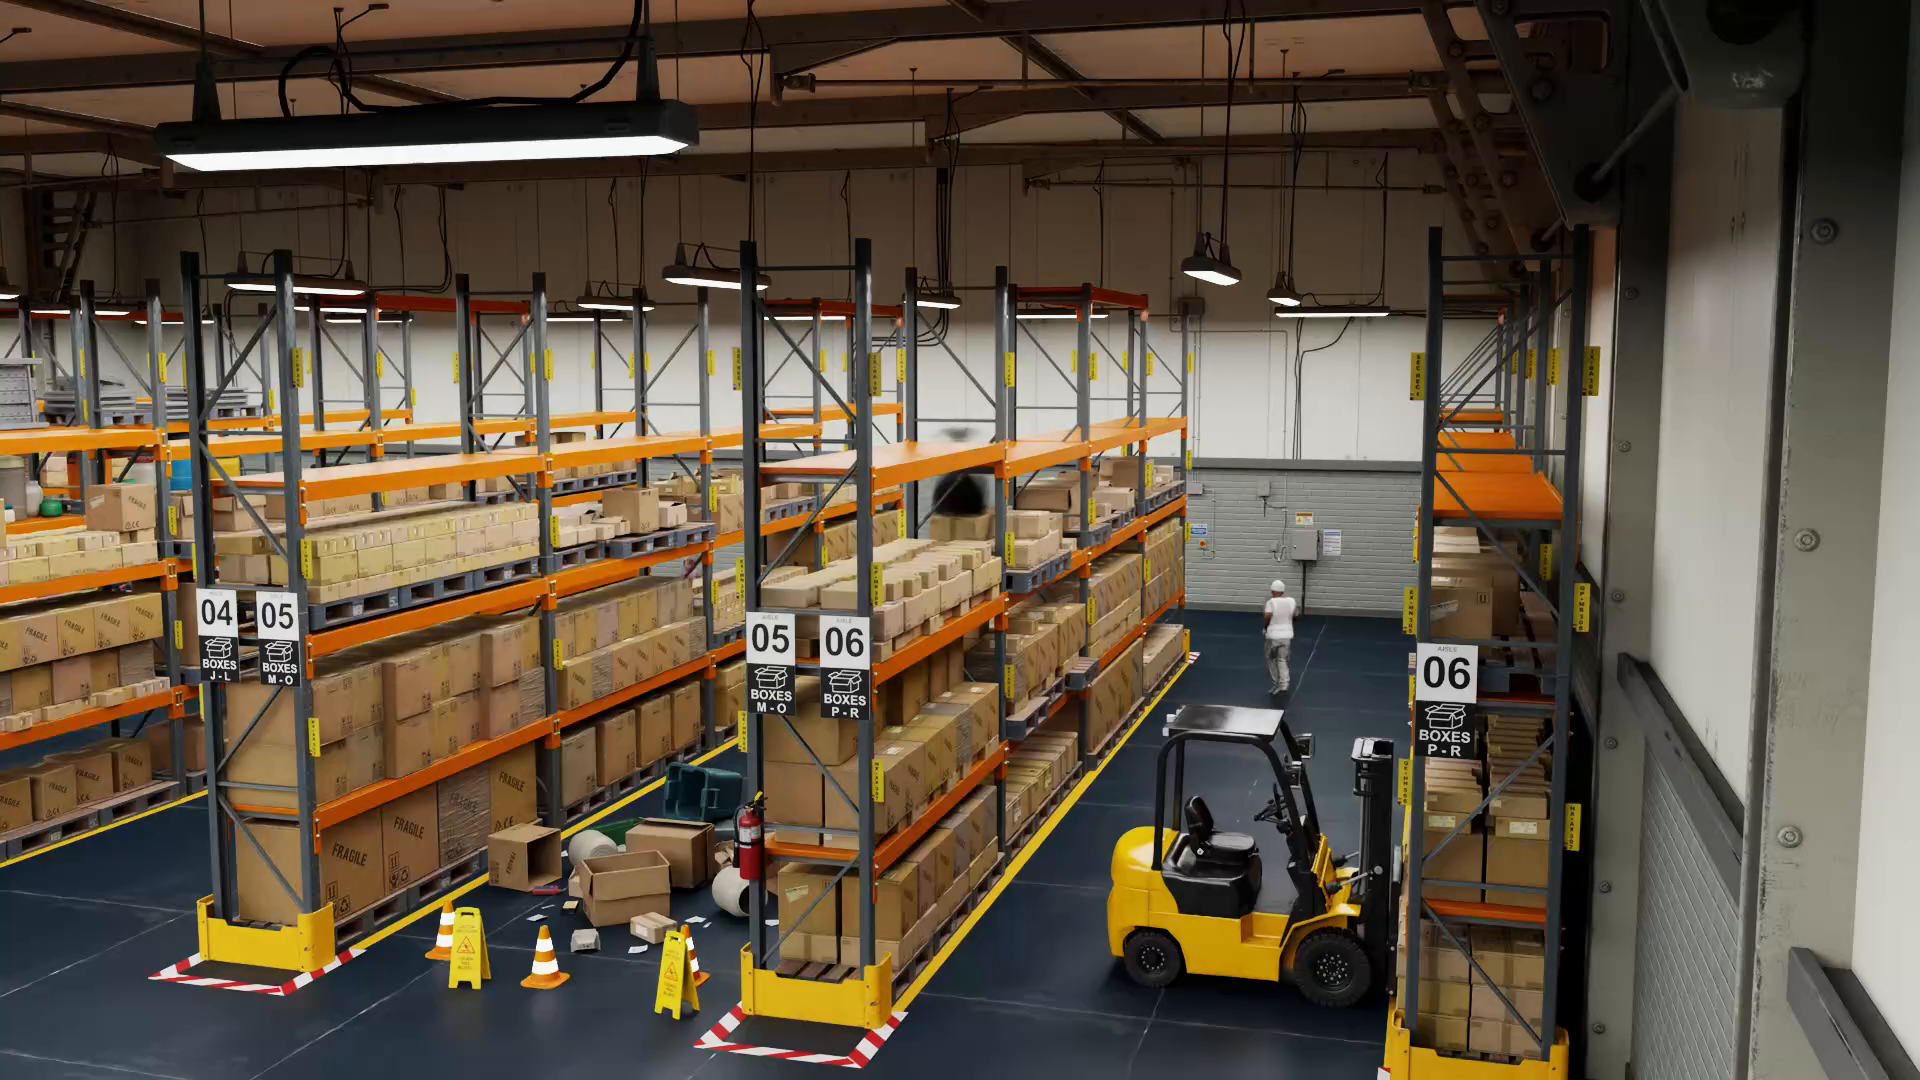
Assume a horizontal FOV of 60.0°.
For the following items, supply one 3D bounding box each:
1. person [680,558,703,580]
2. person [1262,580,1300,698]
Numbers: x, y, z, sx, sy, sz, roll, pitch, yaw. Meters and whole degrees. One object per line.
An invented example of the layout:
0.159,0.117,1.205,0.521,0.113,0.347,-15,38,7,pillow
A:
-4.788,1.090,29.677,0.543,1.558,0.532,2,7,15,person
4.840,1.502,24.931,0.641,1.761,0.850,-1,6,-8,person
